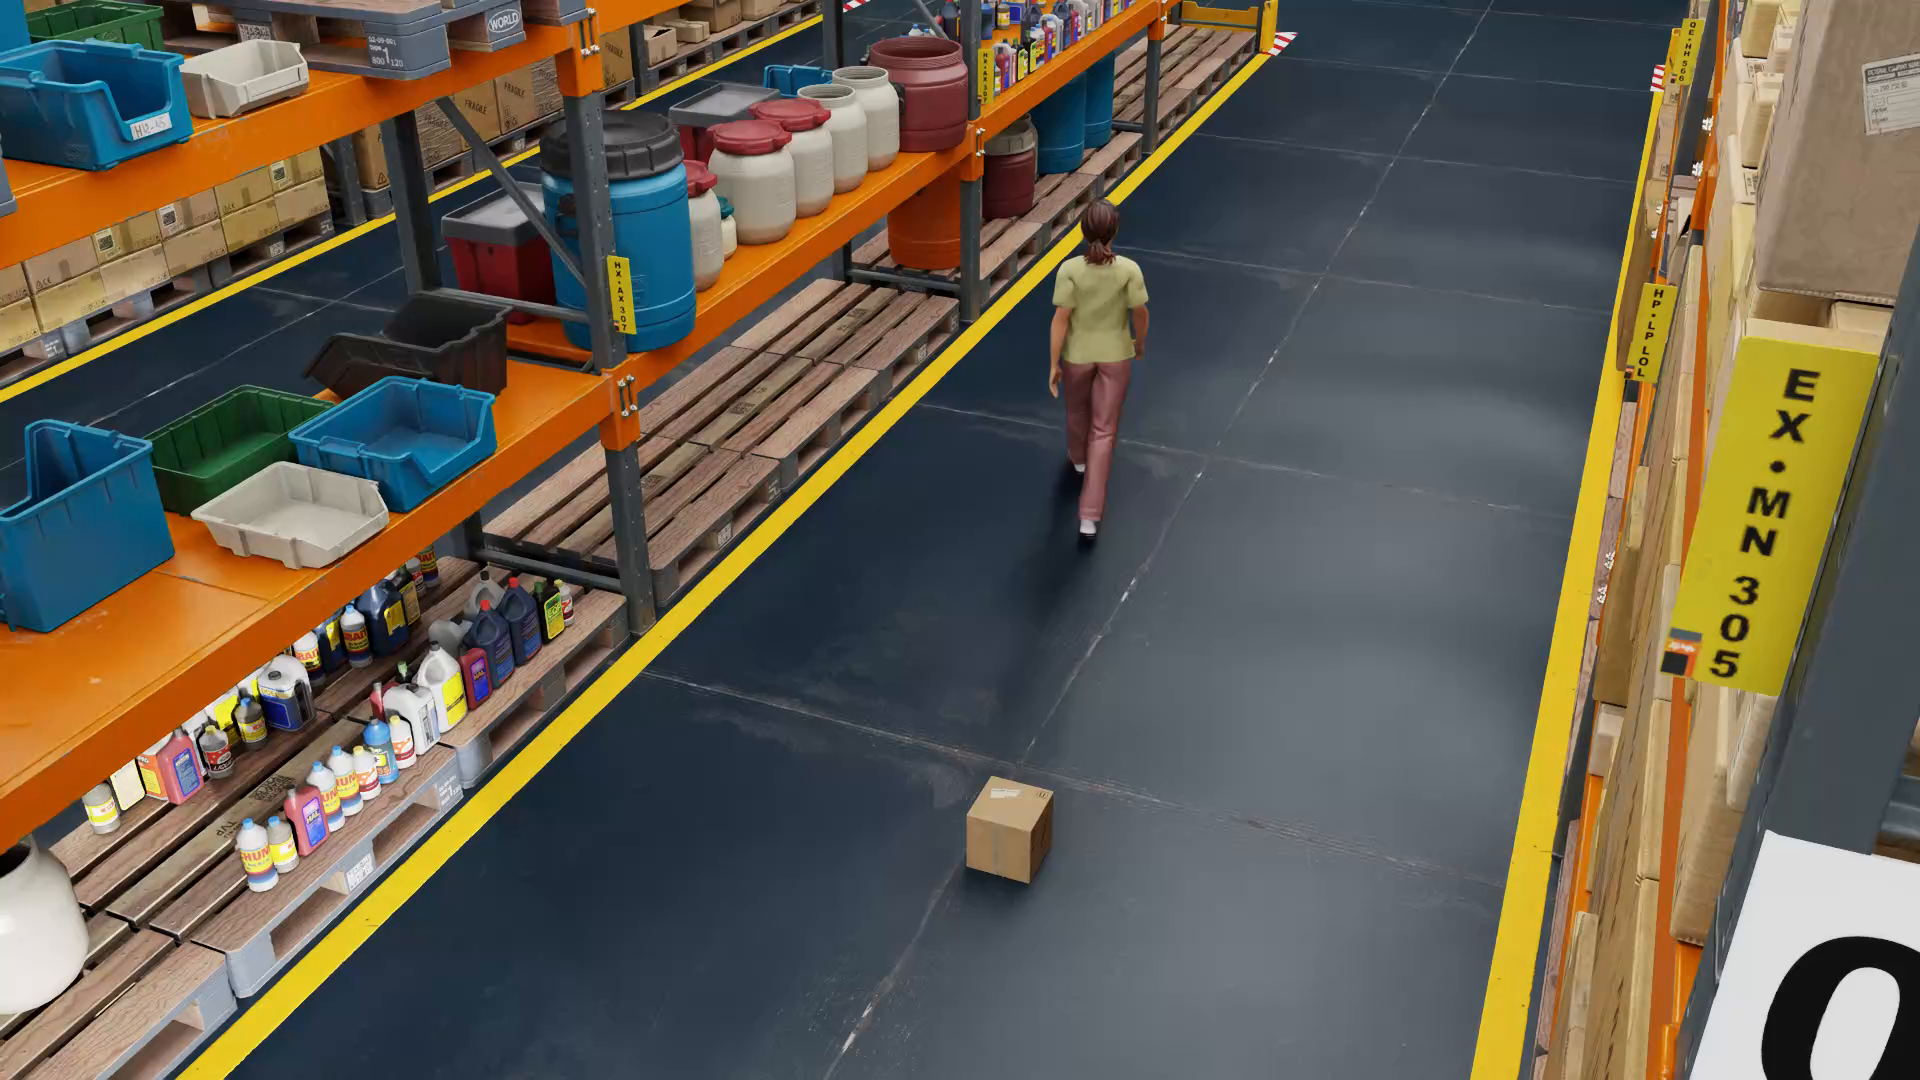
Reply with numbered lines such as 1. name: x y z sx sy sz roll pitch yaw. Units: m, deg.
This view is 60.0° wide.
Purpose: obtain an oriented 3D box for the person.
1. person: 0.697 -0.940 8.258 0.464 1.601 1.022 4 30 8
